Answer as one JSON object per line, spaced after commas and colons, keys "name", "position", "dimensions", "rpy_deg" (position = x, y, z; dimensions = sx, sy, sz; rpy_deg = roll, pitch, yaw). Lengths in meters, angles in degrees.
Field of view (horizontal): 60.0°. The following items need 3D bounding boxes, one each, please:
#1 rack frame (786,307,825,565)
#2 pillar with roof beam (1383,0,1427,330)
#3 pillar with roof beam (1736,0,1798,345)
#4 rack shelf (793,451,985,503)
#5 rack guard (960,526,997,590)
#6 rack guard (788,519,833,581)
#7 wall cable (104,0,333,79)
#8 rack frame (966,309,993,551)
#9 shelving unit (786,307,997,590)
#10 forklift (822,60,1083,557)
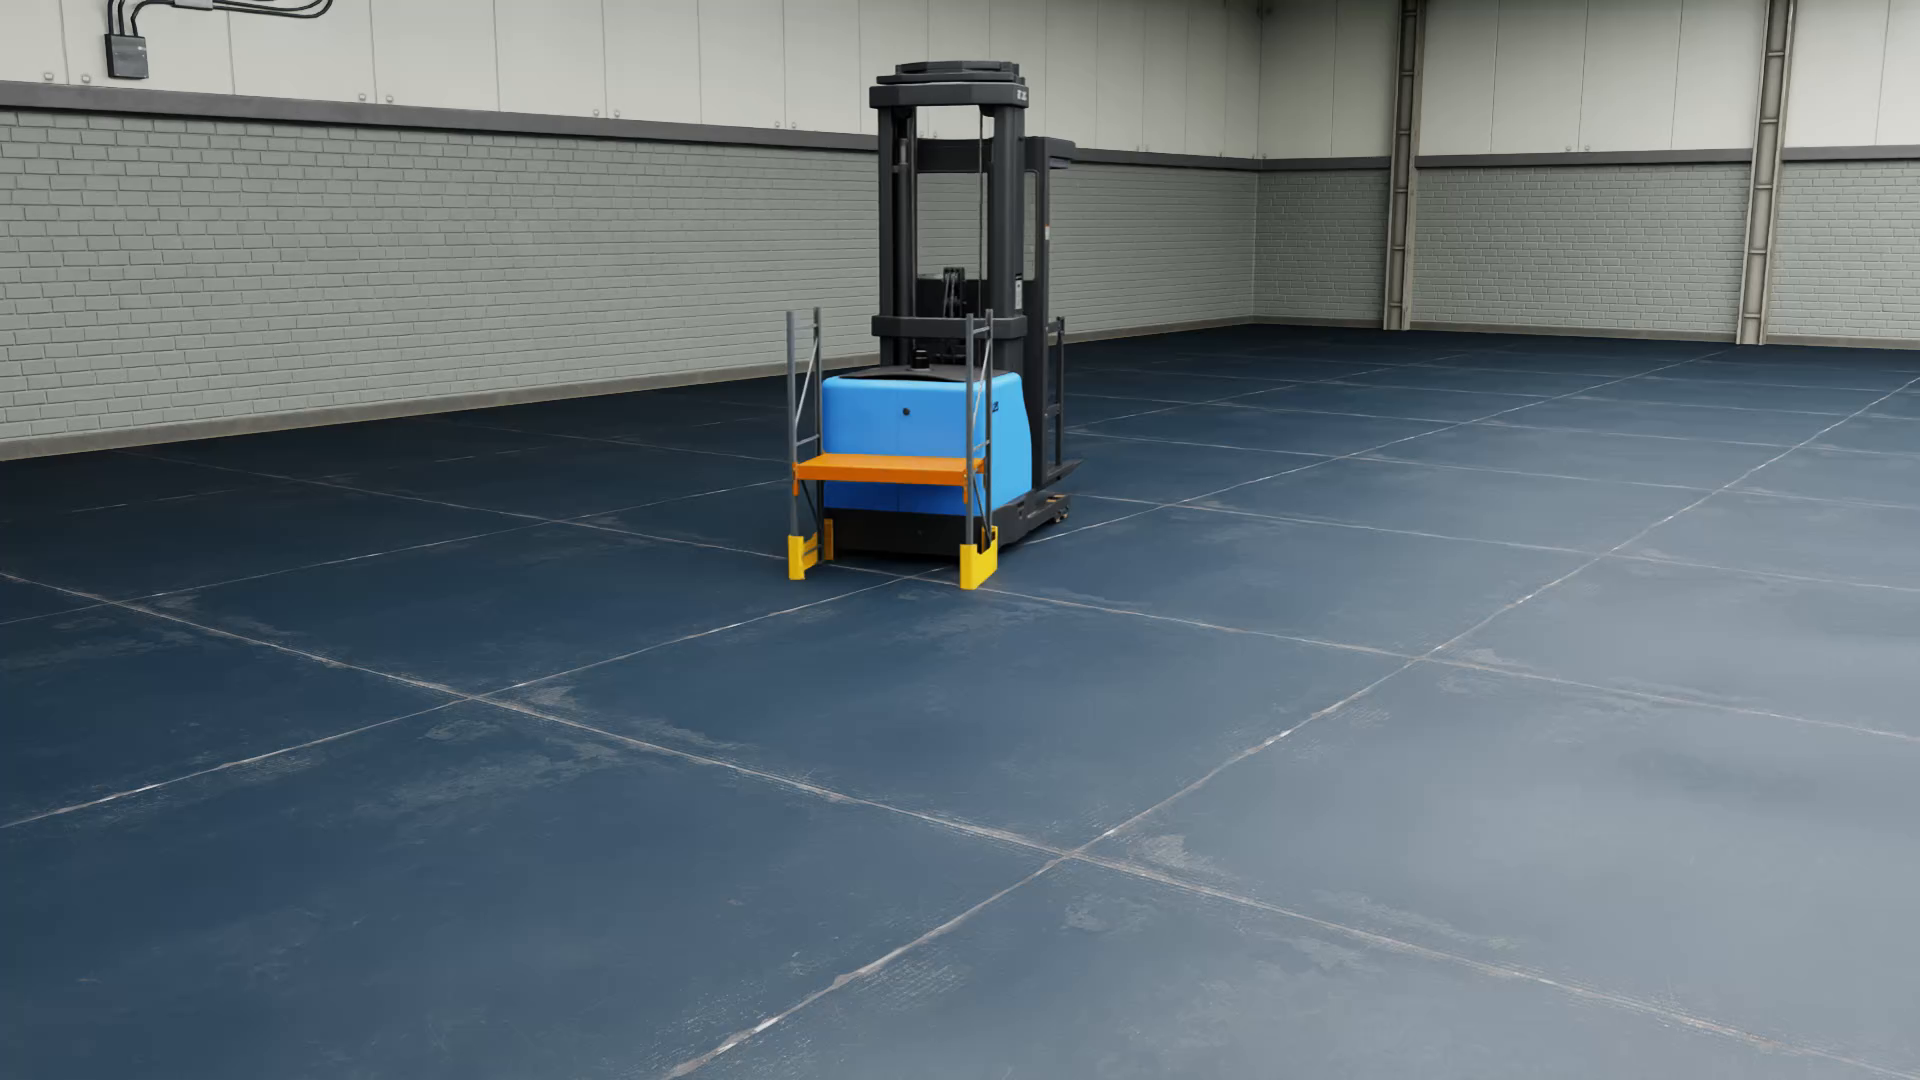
{"name": "rack frame", "position": [-0.878, -0.563, 9.493], "dimensions": [0.032, 1.500, 0.500], "rpy_deg": [3, 11, 14]}
{"name": "pillar with roof beam", "position": [5.453, -7.618, 26.216], "dimensions": [0.400, 9.000, 9.100], "rpy_deg": [8, 13, 36]}
{"name": "pillar with roof beam", "position": [10.289, -6.943, 22.729], "dimensions": [0.400, 9.000, 9.100], "rpy_deg": [8, 13, 36]}
{"name": "rack shelf", "position": [-0.385, -0.363, 9.405], "dimensions": [1.000, 0.185, 0.538], "rpy_deg": [3, 11, 14]}
{"name": "rack guard", "position": [0.107, 0.098, 9.367], "dimensions": [0.087, 0.250, 0.587], "rpy_deg": [3, 11, 14]}
{"name": "rack guard", "position": [-0.859, 0.051, 9.607], "dimensions": [0.087, 0.250, 0.587], "rpy_deg": [3, 11, 14]}
{"name": "wall cable", "position": [-6.604, -7.110, 14.634], "dimensions": [0.169, 6.003, 2.305], "rpy_deg": [8, 13, 36]}
{"name": "rack frame", "position": [0.108, -0.516, 9.248], "dimensions": [0.032, 1.500, 0.500], "rpy_deg": [3, 11, 14]}
{"name": "shelving unit", "position": [-0.376, -0.539, 9.368], "dimensions": [1.083, 1.500, 0.587], "rpy_deg": [3, 11, 14]}
{"name": "forklift", "position": [0.115, -1.568, 10.916], "dimensions": [1.130, 2.935, 3.031], "rpy_deg": [4, 12, 18]}
